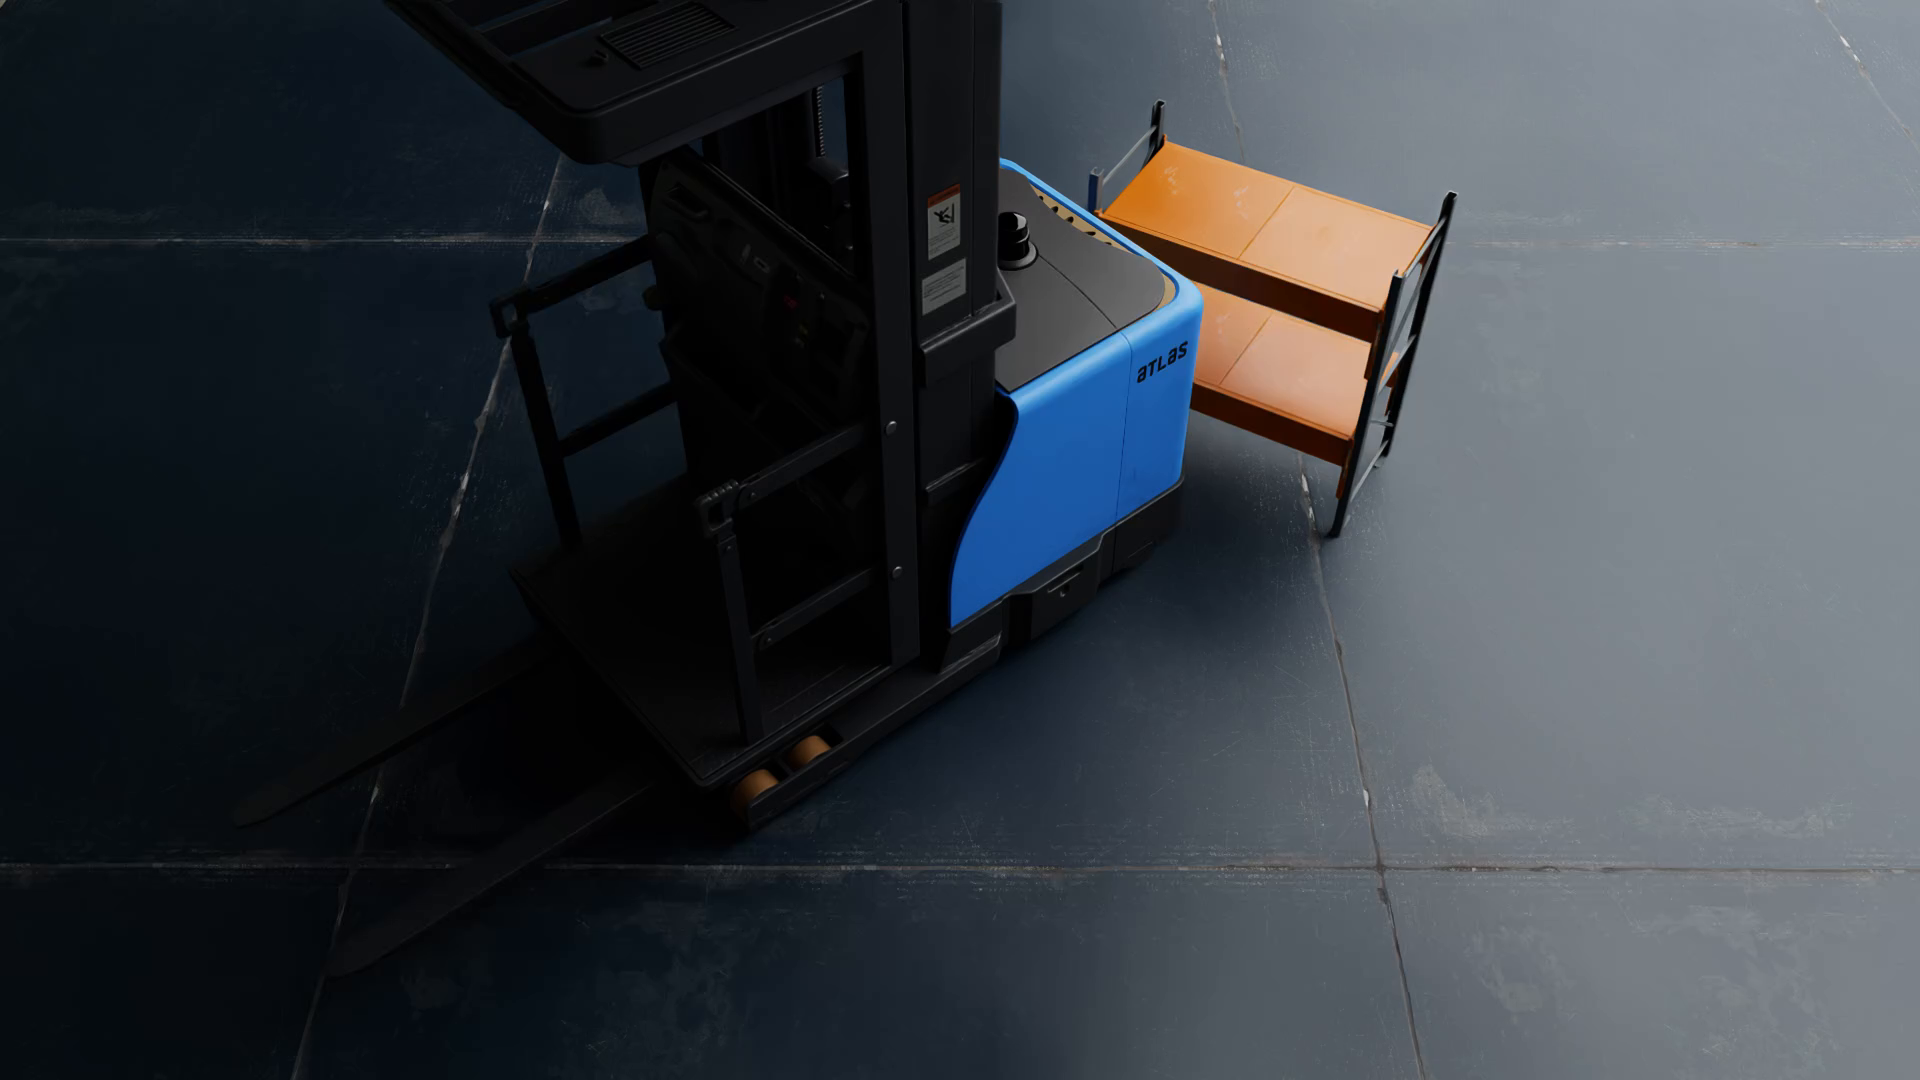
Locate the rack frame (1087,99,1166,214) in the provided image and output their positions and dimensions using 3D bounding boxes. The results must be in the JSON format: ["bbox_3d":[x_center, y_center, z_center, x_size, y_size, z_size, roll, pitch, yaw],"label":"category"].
[{"bbox_3d":[0.554,-0.937,5.854,0.032,1.125,0.500,24,51,20],"label":"rack frame"}]

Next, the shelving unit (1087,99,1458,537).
[{"bbox_3d":[0.990,-0.747,5.677,1.048,1.125,0.538,24,51,20],"label":"shelving unit"}]

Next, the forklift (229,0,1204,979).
[{"bbox_3d":[-0.704,-0.591,4.298,3.031,2.935,1.130,-32,55,-26],"label":"forklift"}]

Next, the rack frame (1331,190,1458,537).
[{"bbox_3d":[1.427,-0.556,5.499,0.032,1.125,0.500,24,51,20],"label":"rack frame"}]

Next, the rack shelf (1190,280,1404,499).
[{"bbox_3d":[0.990,-0.580,5.855,1.000,0.278,0.538,24,51,20],"label":"rack shelf"}]

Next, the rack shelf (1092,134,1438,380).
[{"bbox_3d":[0.990,-0.946,5.462,1.000,0.278,0.538,24,51,20],"label":"rack shelf"}]
